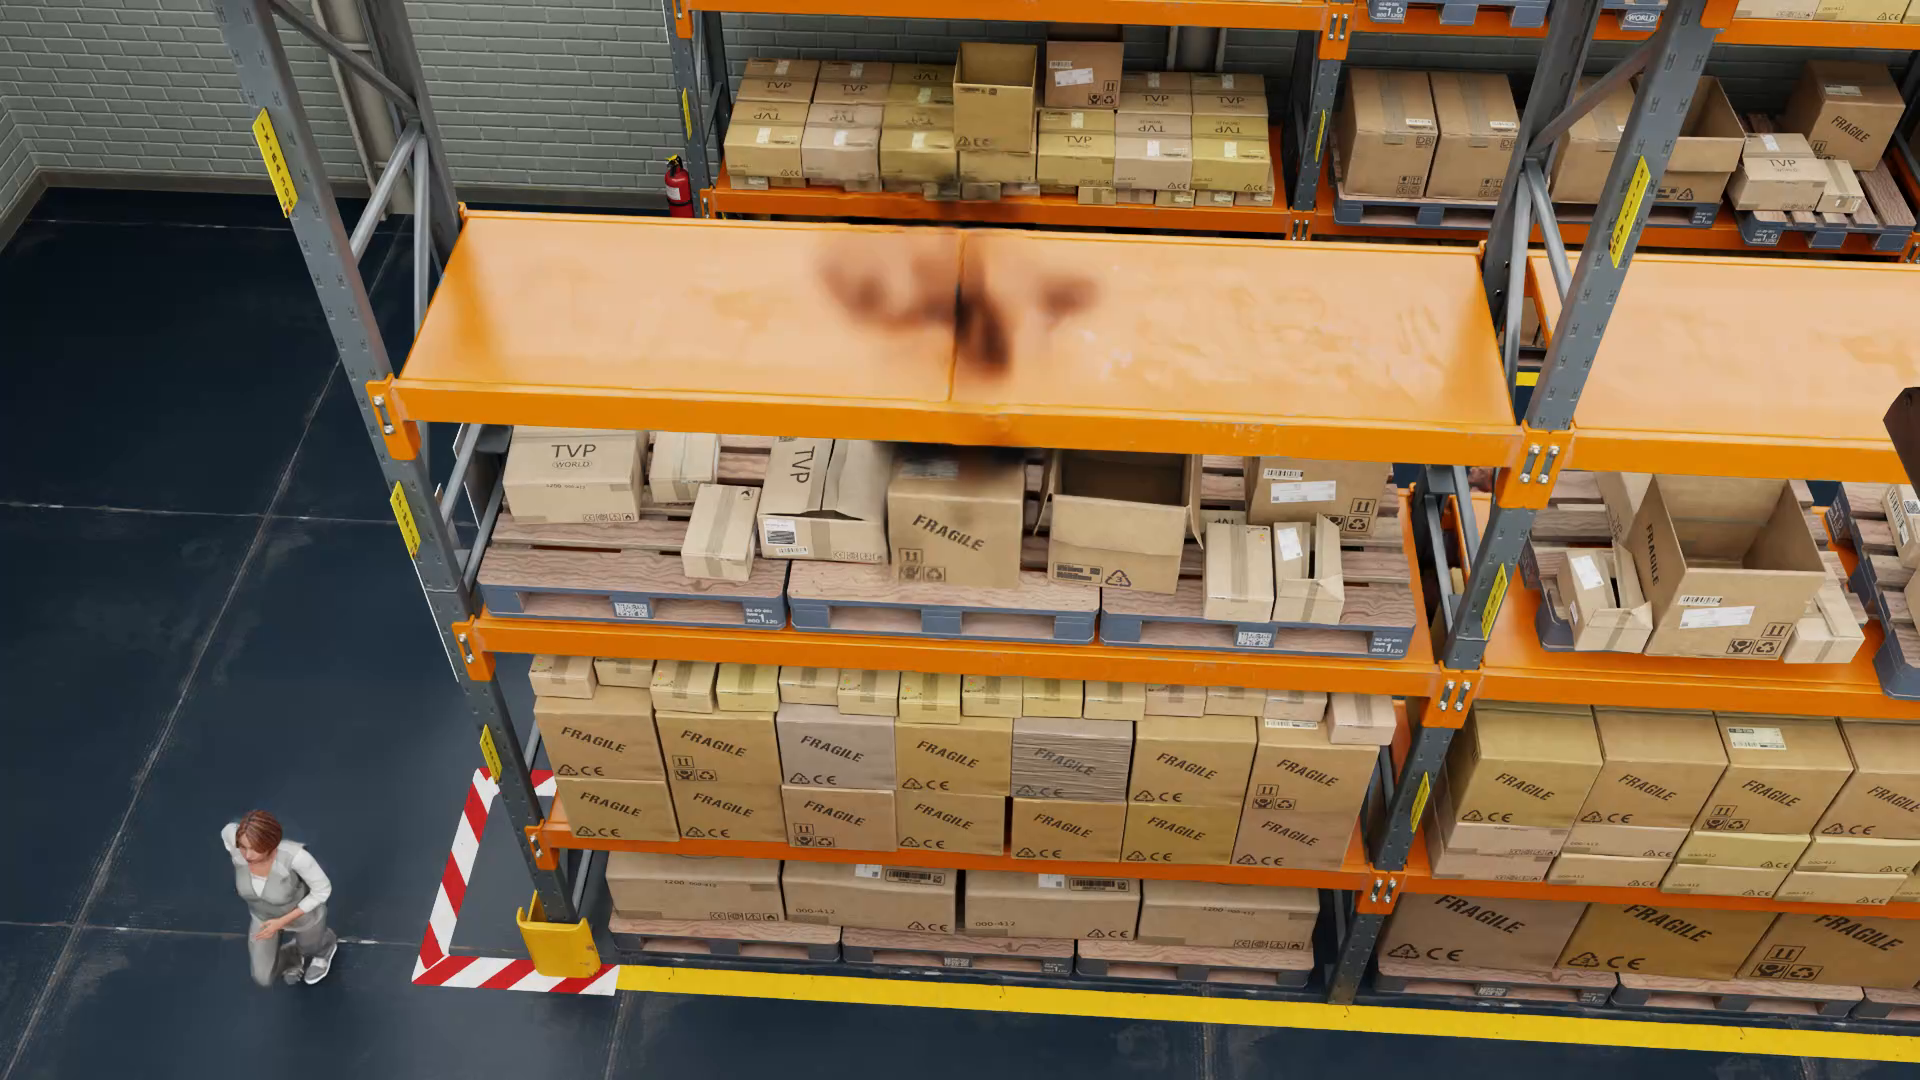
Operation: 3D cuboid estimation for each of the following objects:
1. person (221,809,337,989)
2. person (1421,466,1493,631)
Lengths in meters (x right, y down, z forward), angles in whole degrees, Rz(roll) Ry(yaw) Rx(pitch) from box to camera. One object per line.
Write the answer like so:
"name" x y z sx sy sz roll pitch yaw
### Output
"person" -3.249 1.794 8.057 0.546 1.549 0.550 1 48 1
"person" 2.942 0.137 9.458 0.736 1.744 0.736 3 48 3
